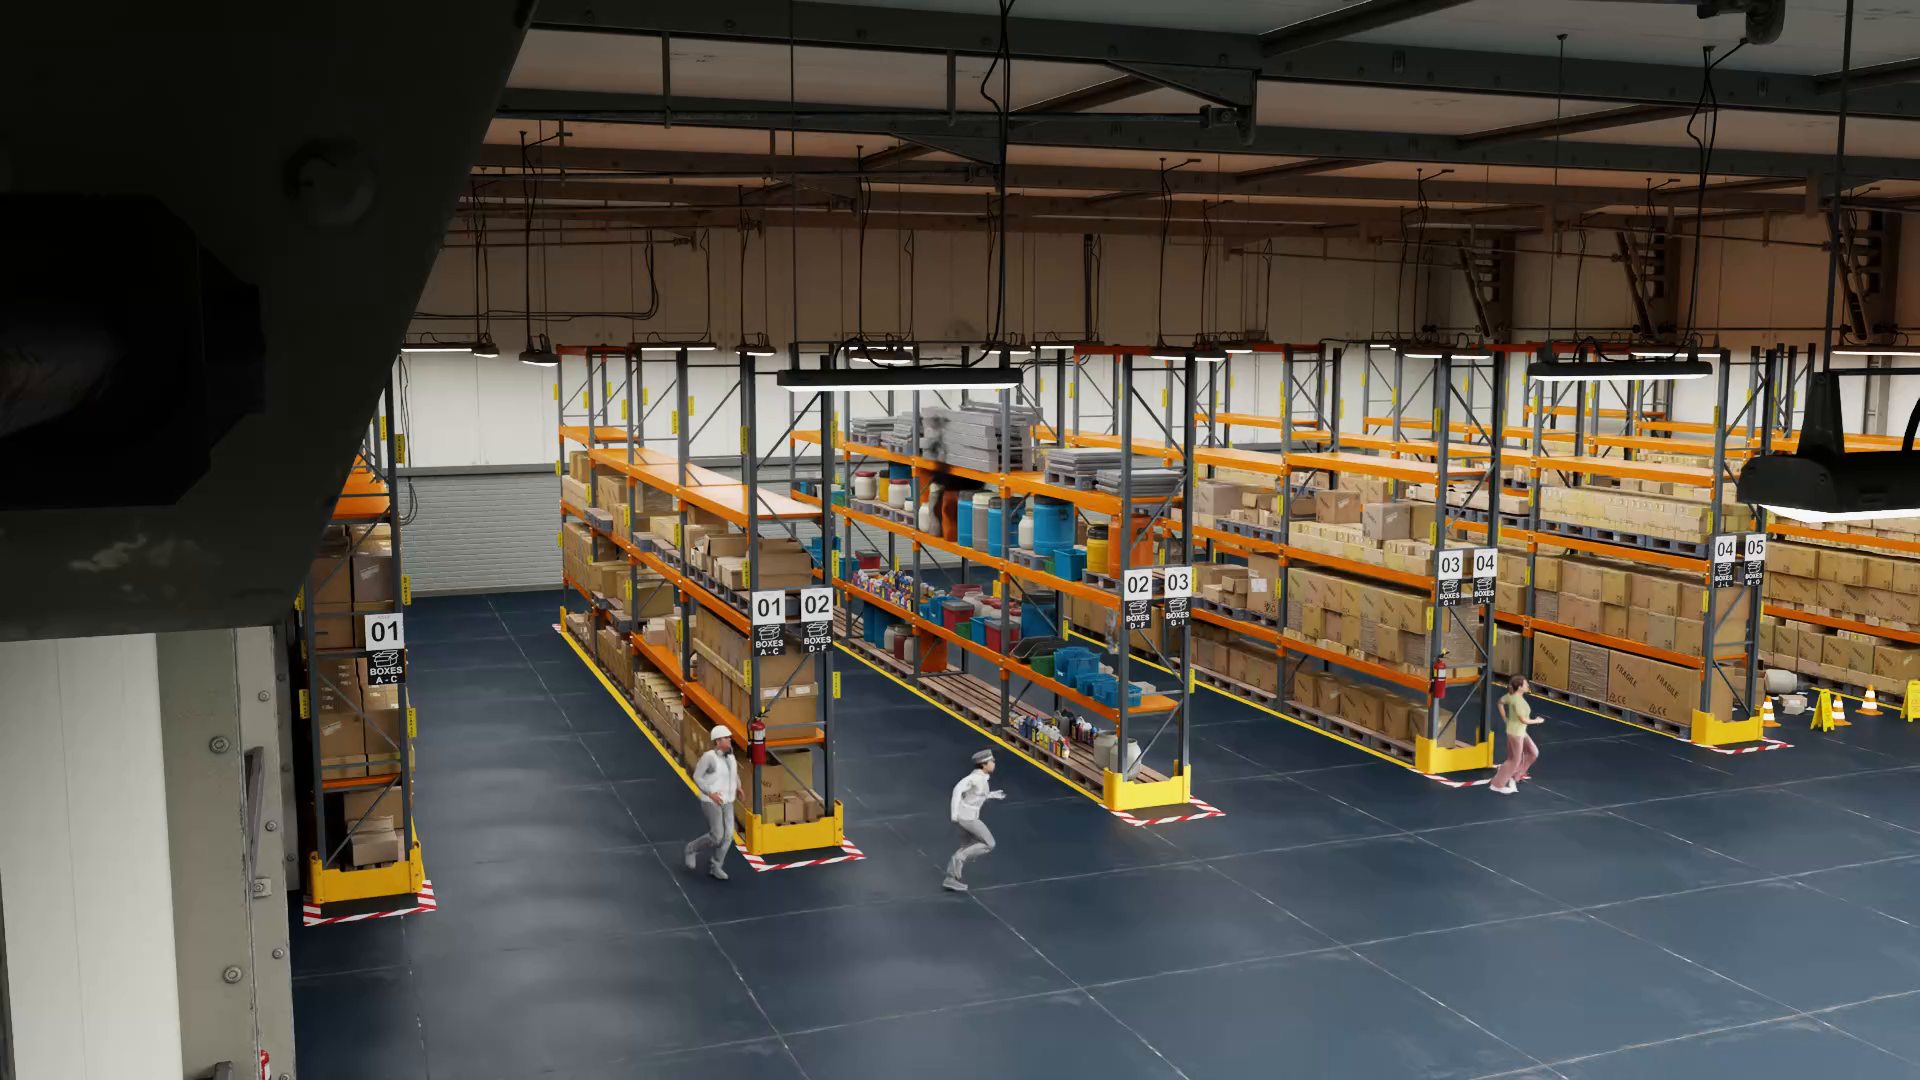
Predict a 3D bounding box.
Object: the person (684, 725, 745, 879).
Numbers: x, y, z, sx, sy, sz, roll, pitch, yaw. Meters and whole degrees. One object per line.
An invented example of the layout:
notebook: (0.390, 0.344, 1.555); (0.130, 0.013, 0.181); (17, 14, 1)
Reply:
person: (-2.827, 3.023, 19.431); (0.637, 1.735, 0.709); (5, 9, 33)

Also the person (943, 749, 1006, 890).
person: (0.164, 3.159, 18.761); (0.724, 1.613, 0.533); (0, 7, -2)

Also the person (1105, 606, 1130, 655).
person: (2.918, 1.298, 30.700); (0.674, 1.820, 0.641); (-3, 8, -22)

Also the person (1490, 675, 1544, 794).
person: (7.580, 2.646, 22.601); (0.673, 1.654, 0.558); (2, 8, 15)
